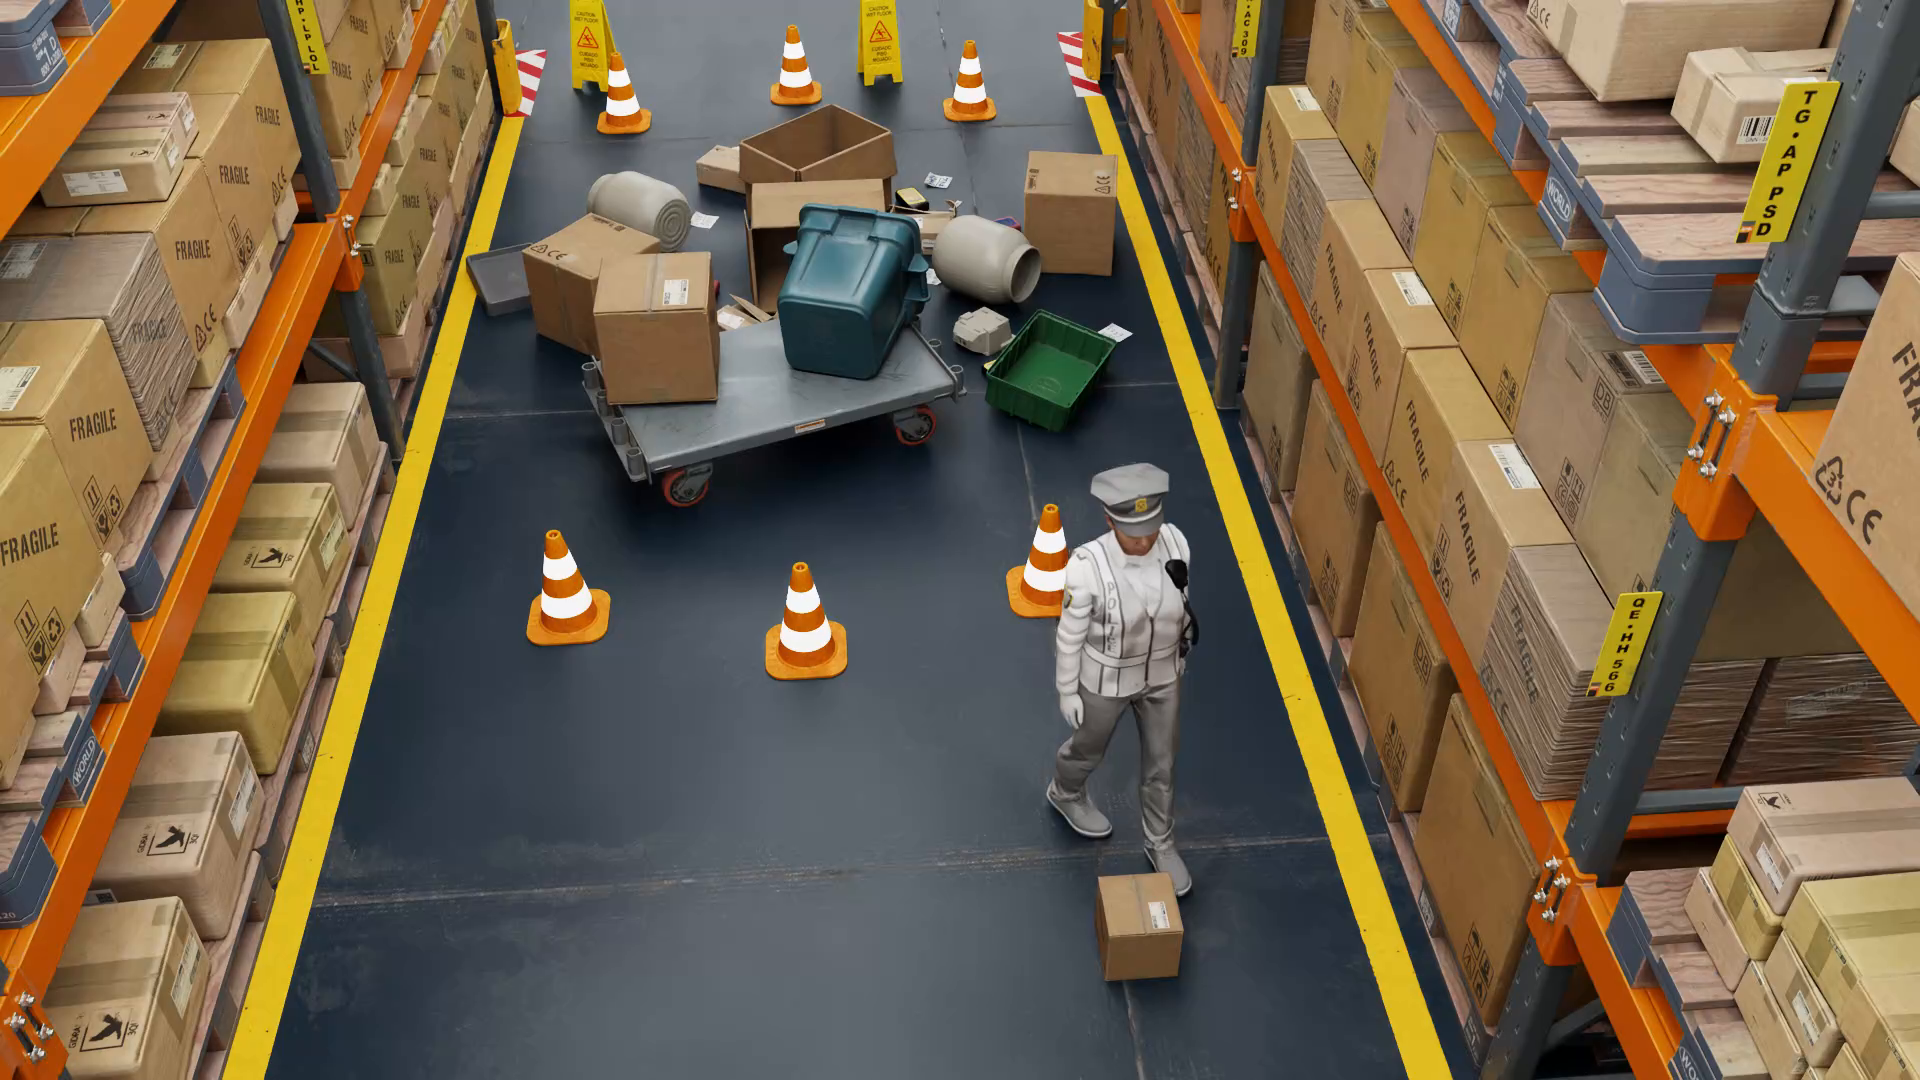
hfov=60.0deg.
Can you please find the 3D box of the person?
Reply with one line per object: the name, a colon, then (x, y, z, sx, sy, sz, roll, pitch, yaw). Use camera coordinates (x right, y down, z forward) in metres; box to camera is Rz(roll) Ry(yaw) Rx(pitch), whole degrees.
person: (0.584, 0.478, 5.558, 0.507, 1.674, 0.636, -14, 41, -17)
